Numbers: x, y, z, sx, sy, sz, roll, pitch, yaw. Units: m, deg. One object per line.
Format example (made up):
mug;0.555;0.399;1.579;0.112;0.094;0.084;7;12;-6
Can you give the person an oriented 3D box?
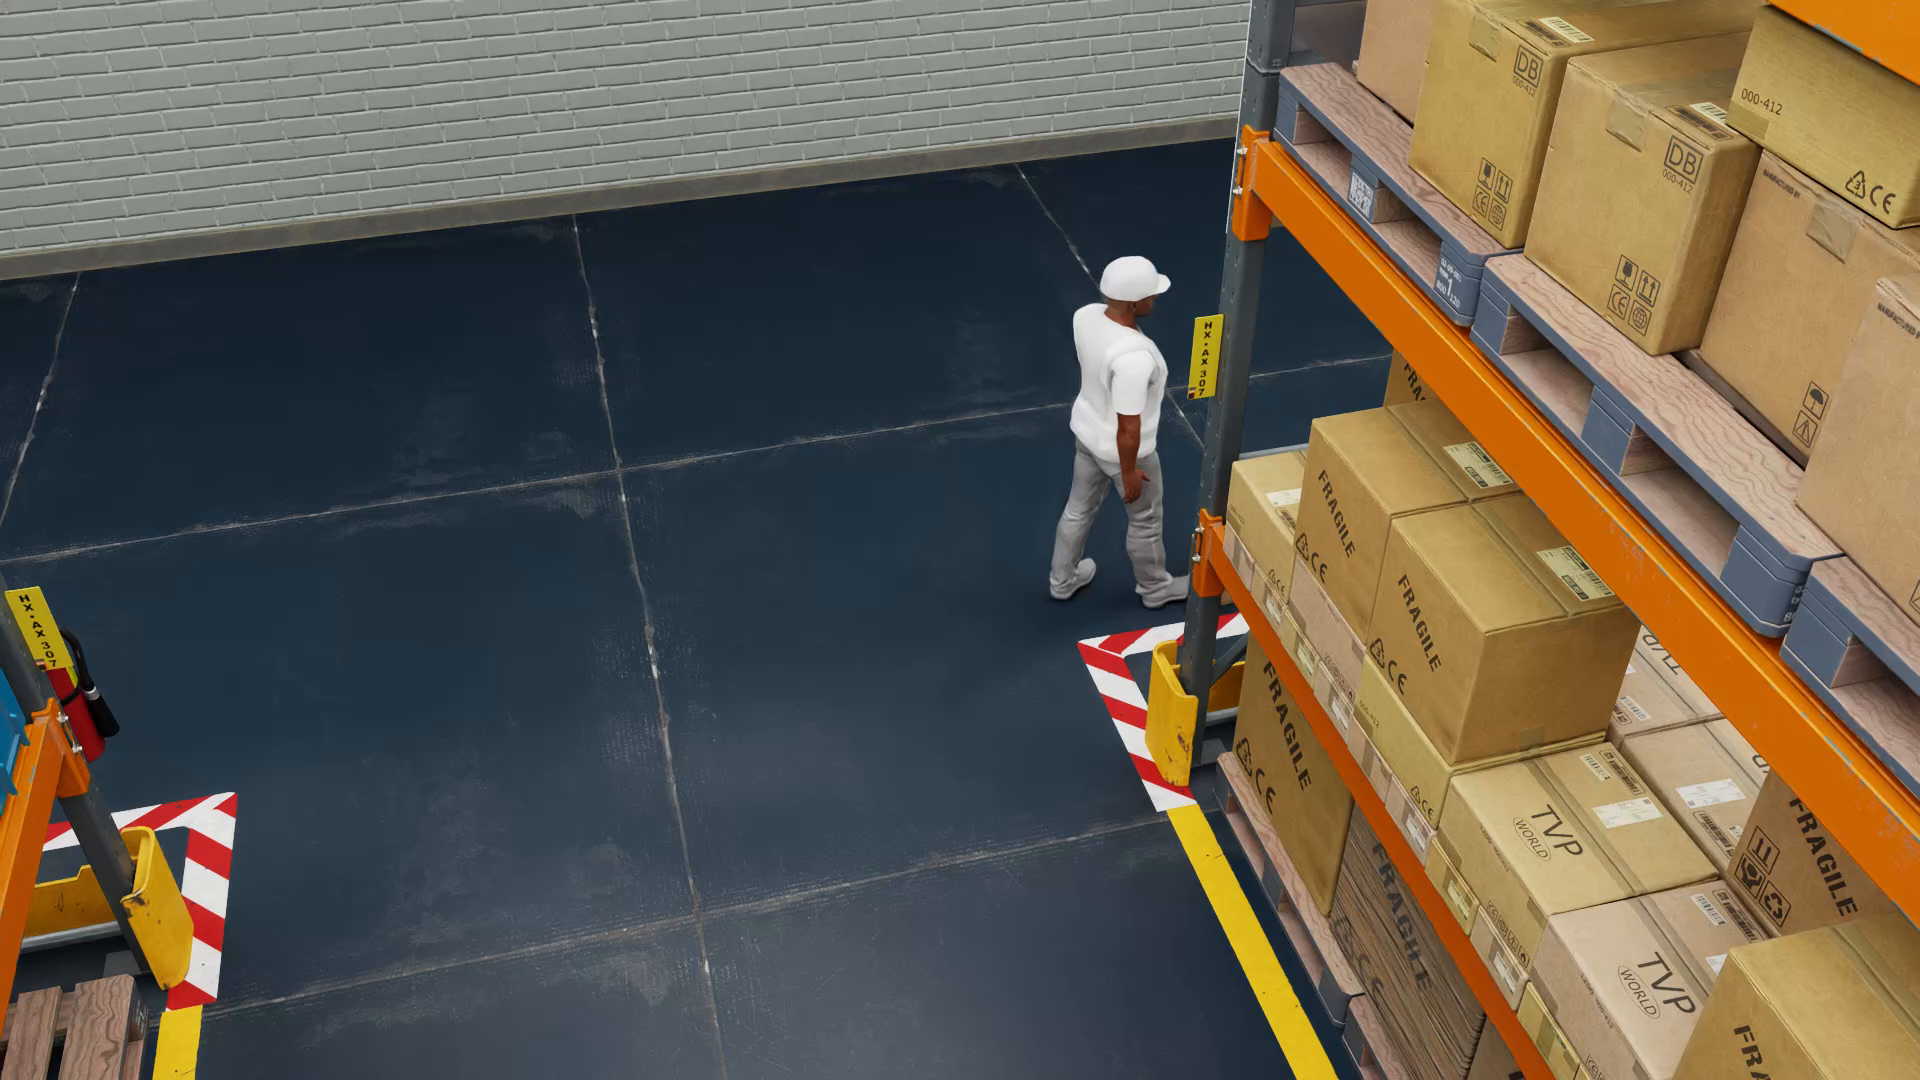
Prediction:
person;0.745;-0.475;7.297;0.676;1.760;0.565;-18;41;-21
